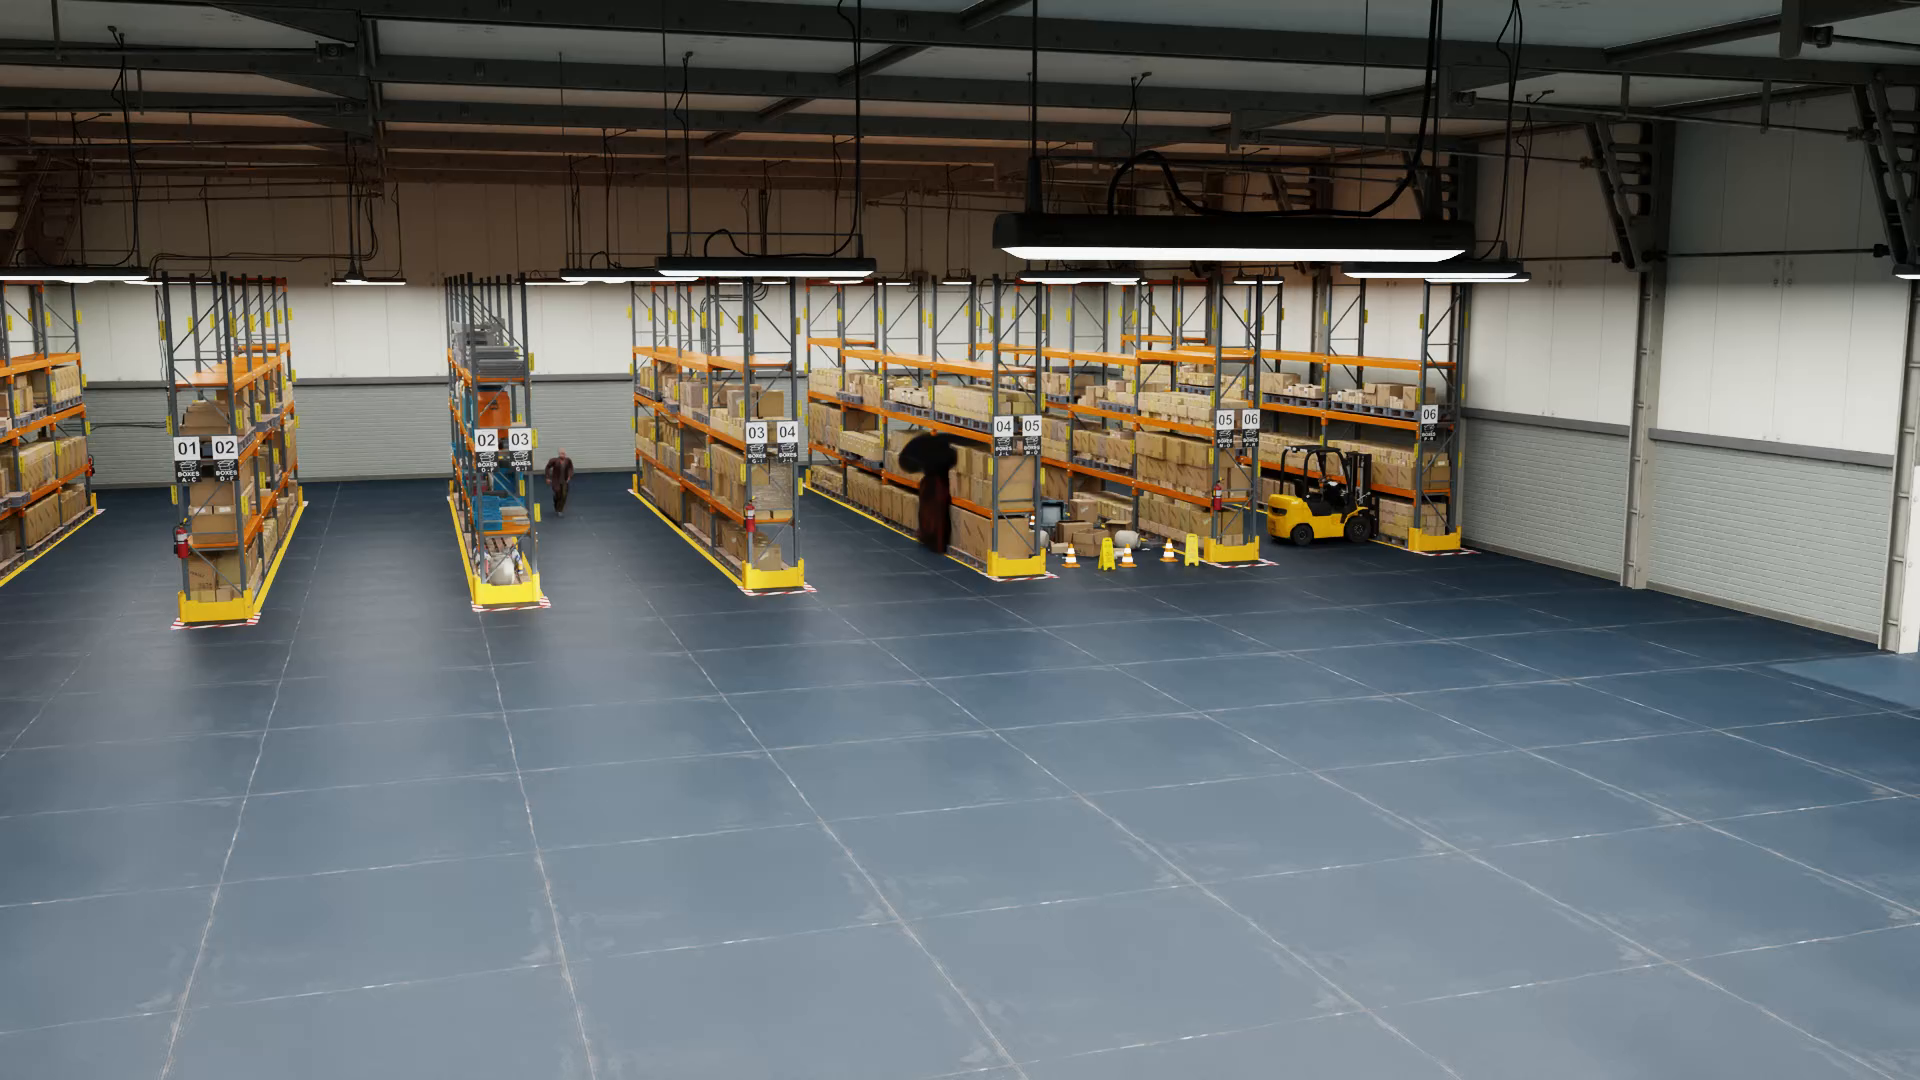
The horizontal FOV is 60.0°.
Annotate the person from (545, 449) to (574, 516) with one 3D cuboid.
[{"bbox_3d":[-10.141,-1.467,42.151,0.717,1.711,0.642,-6,10,-34],"label":"person"}]

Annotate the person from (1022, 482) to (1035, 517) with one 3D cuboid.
[{"bbox_3d":[1.723,-1.285,41.491,0.529,1.541,0.899,-7,11,-38],"label":"person"}]
